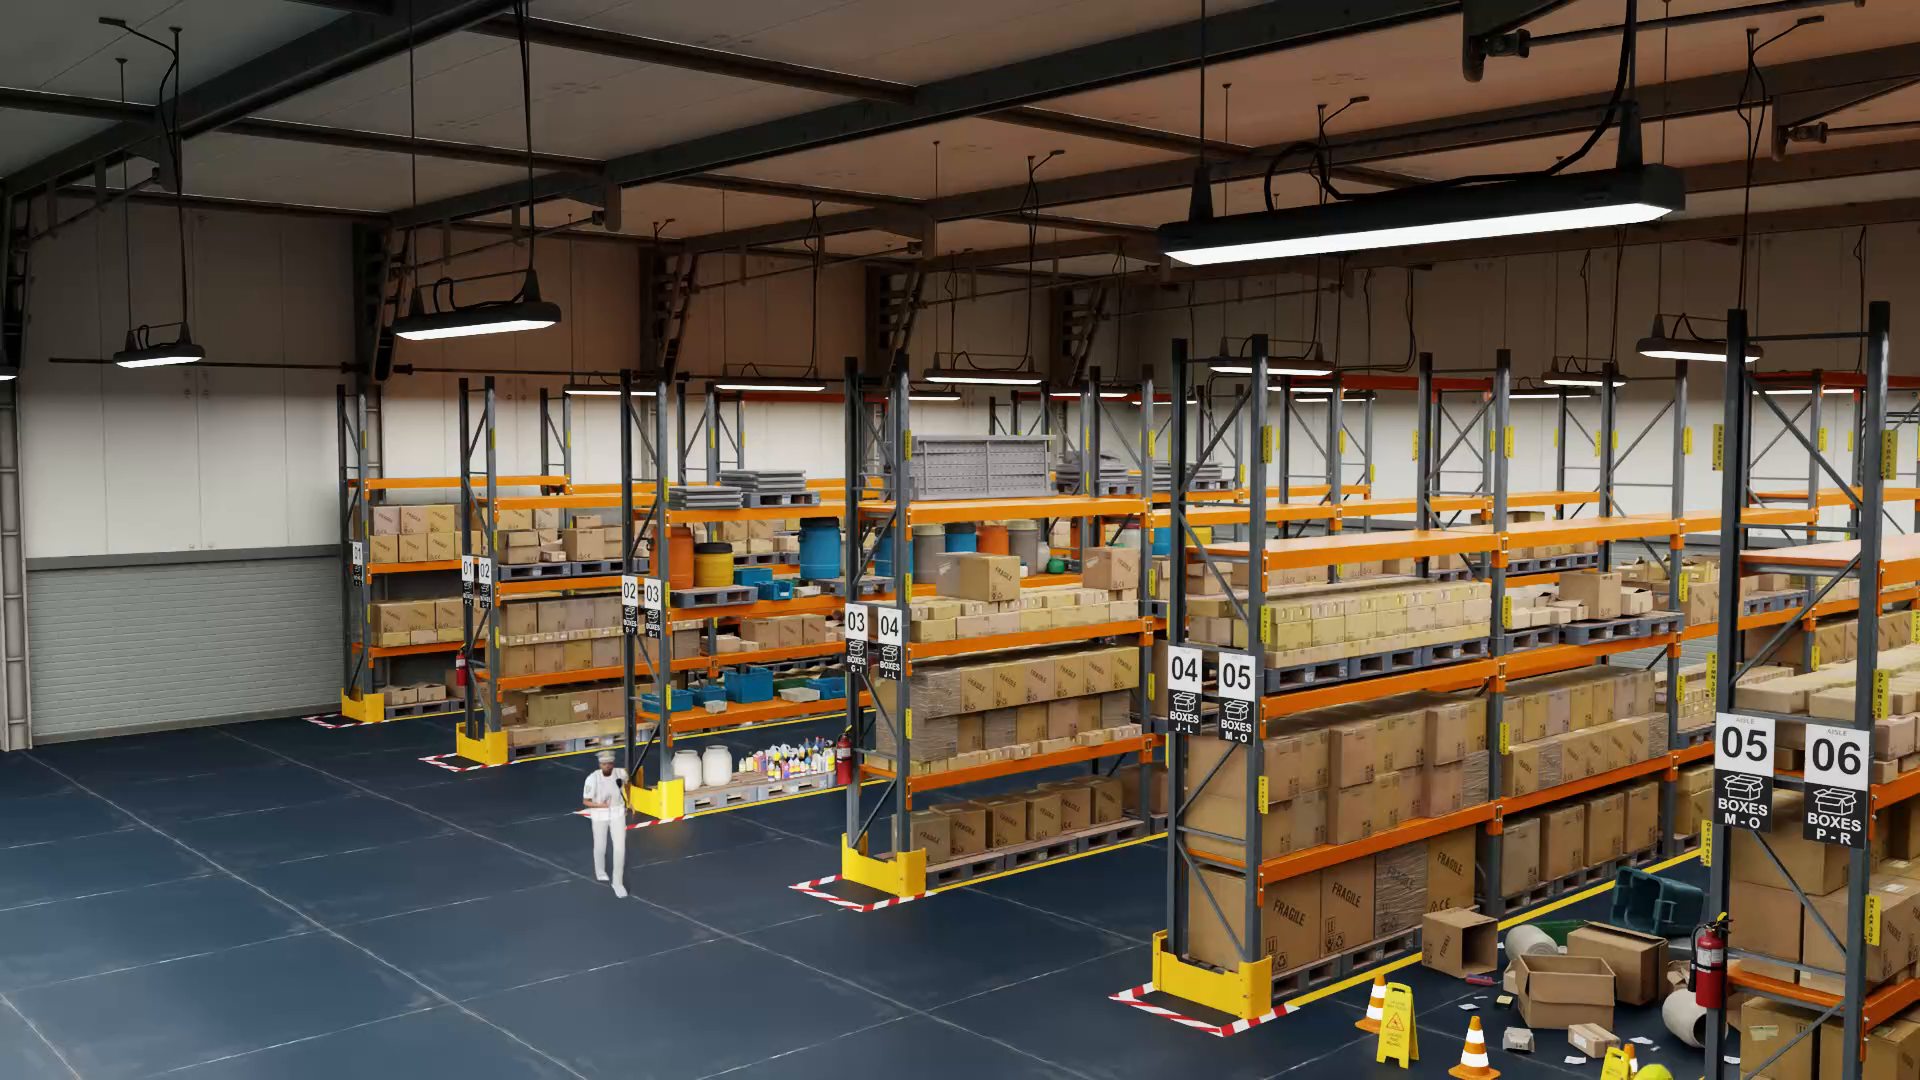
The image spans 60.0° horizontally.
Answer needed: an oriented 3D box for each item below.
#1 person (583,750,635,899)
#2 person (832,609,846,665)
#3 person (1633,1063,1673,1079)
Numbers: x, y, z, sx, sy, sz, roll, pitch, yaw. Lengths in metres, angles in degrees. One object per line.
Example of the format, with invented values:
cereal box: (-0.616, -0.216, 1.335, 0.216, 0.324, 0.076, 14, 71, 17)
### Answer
person: (-3.933, 3.127, 18.624, 0.583, 1.661, 0.954, -1, 4, -17)
person: (-2.402, 2.190, 34.150, 0.557, 1.559, 0.782, 0, 4, 7)
person: (3.857, 3.693, 9.348, 0.689, 1.682, 0.808, -3, 5, -41)
